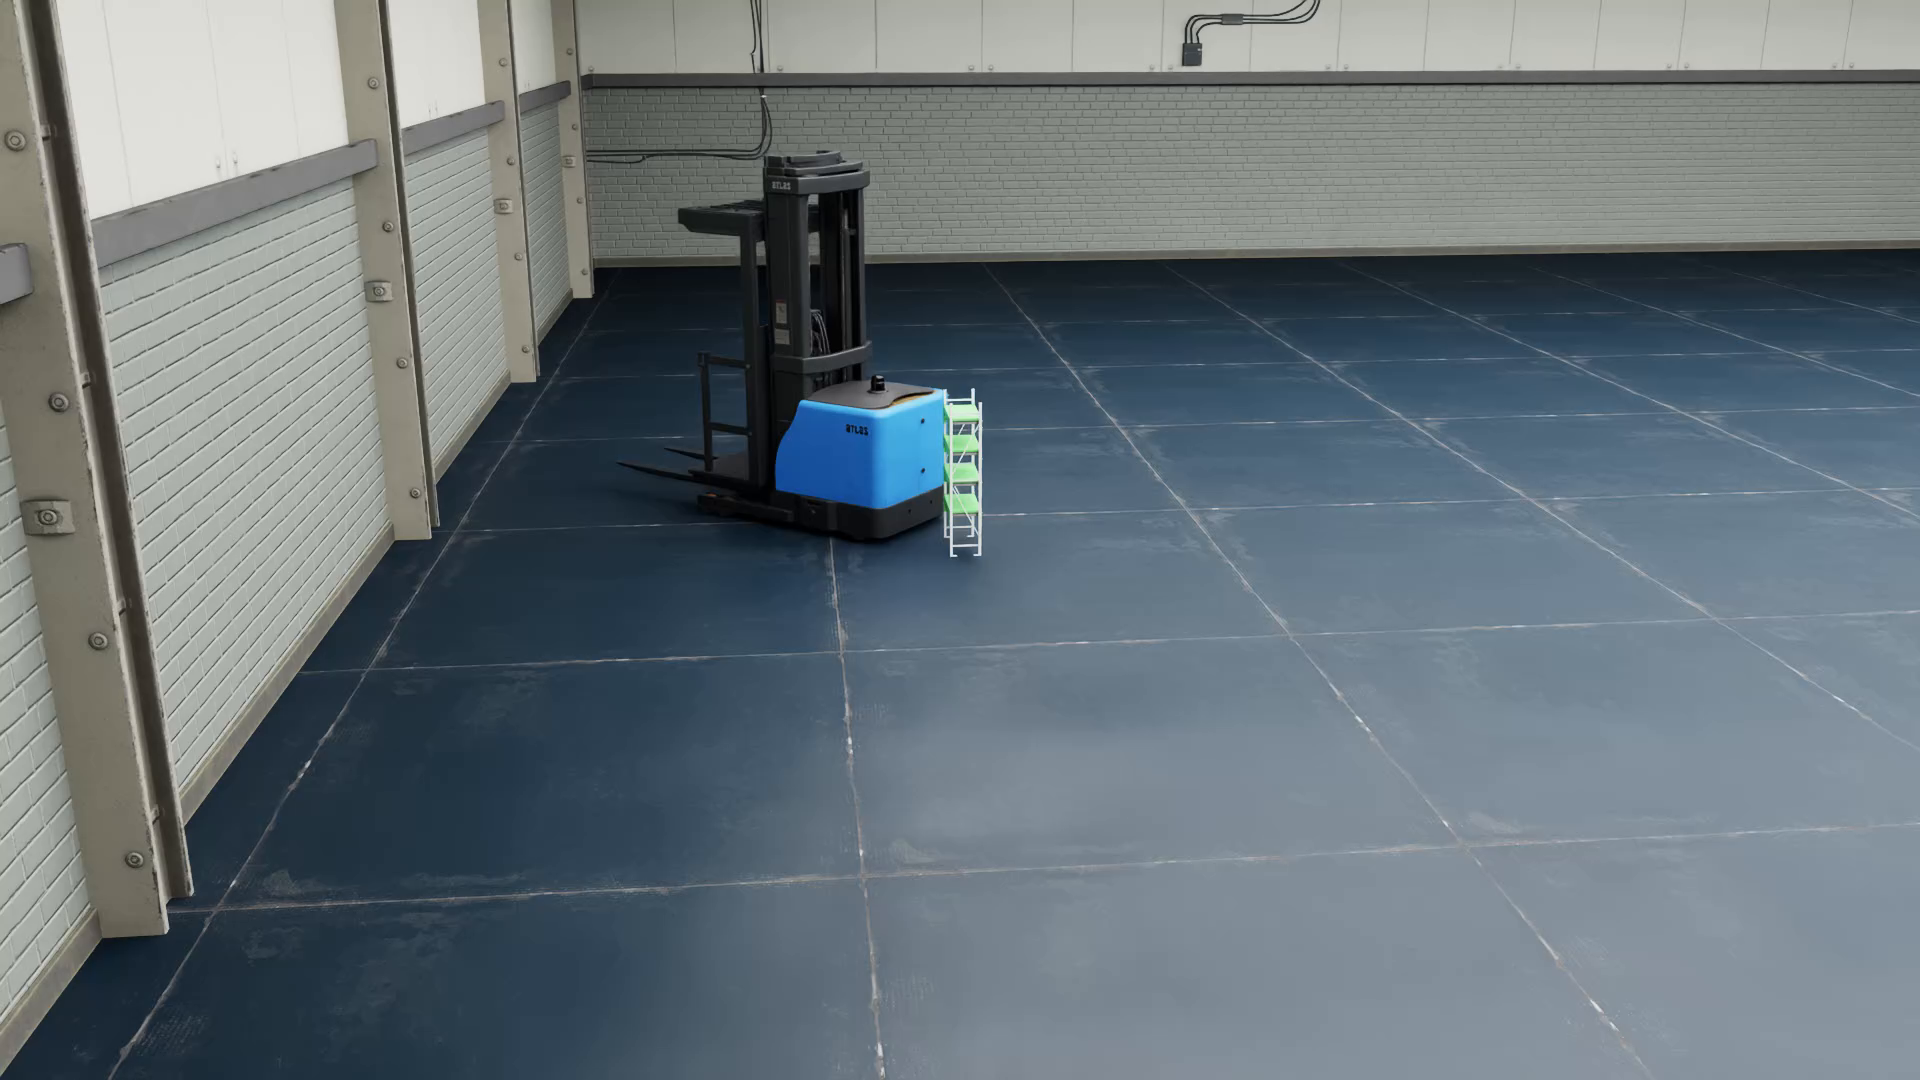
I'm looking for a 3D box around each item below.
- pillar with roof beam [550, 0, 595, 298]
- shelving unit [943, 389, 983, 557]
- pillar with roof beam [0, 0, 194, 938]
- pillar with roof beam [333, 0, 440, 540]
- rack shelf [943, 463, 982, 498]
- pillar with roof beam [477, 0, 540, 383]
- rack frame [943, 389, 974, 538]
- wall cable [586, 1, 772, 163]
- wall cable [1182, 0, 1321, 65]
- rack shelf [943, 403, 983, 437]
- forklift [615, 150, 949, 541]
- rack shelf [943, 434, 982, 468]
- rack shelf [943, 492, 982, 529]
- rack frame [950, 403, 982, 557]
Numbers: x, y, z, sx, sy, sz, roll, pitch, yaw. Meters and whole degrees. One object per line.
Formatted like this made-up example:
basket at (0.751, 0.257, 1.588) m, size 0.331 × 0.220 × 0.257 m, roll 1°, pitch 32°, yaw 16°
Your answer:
pillar with roof beam at (-1.335, -8.063, 23.836) m, size 9.100 × 9.000 × 0.400 m, roll -2°, pitch 18°, yaw -6°
shelving unit at (0.017, -0.523, 12.840) m, size 0.258 × 1.200 × 0.503 m, roll -2°, pitch 18°, yaw -6°
pillar with roof beam at (0.521, -2.700, 6.754) m, size 9.100 × 9.000 × 0.400 m, roll -2°, pitch 18°, yaw -6°
pillar with roof beam at (-0.098, -4.488, 12.448) m, size 9.100 × 9.000 × 0.400 m, roll -2°, pitch 18°, yaw -6°
rack shelf at (0.017, -0.462, 12.859) m, size 0.258 × 0.148 × 0.480 m, roll -2°, pitch 18°, yaw -6°
pillar with roof beam at (-0.716, -6.275, 18.142) m, size 9.100 × 9.000 × 0.400 m, roll -2°, pitch 18°, yaw -6°
rack frame at (-0.008, -0.596, 13.072) m, size 0.240 × 1.200 × 0.015 m, roll -2°, pitch 18°, yaw -6°
wall cable at (-4.606, -7.367, 26.803) m, size 3.097 × 2.526 × 0.112 m, roll -2°, pitch 18°, yaw -6°
wall cable at (4.839, -10.760, 26.748) m, size 2.305 × 6.003 × 0.169 m, roll -2°, pitch 18°, yaw -6°
rack shelf at (0.017, -0.920, 12.716) m, size 0.258 × 0.148 × 0.480 m, roll -2°, pitch 18°, yaw -6°
forklift at (-1.588, -1.709, 13.729) m, size 3.031 × 2.935 × 1.130 m, roll 11°, pitch 21°, yaw 31°
rack shelf at (0.017, -0.691, 12.788) m, size 0.258 × 0.148 × 0.480 m, roll -2°, pitch 18°, yaw -6°
rack shelf at (0.017, -0.233, 12.931) m, size 0.258 × 0.148 × 0.480 m, roll -2°, pitch 18°, yaw -6°
rack frame at (0.042, -0.450, 12.609) m, size 0.240 × 1.200 × 0.015 m, roll -2°, pitch 18°, yaw -6°
